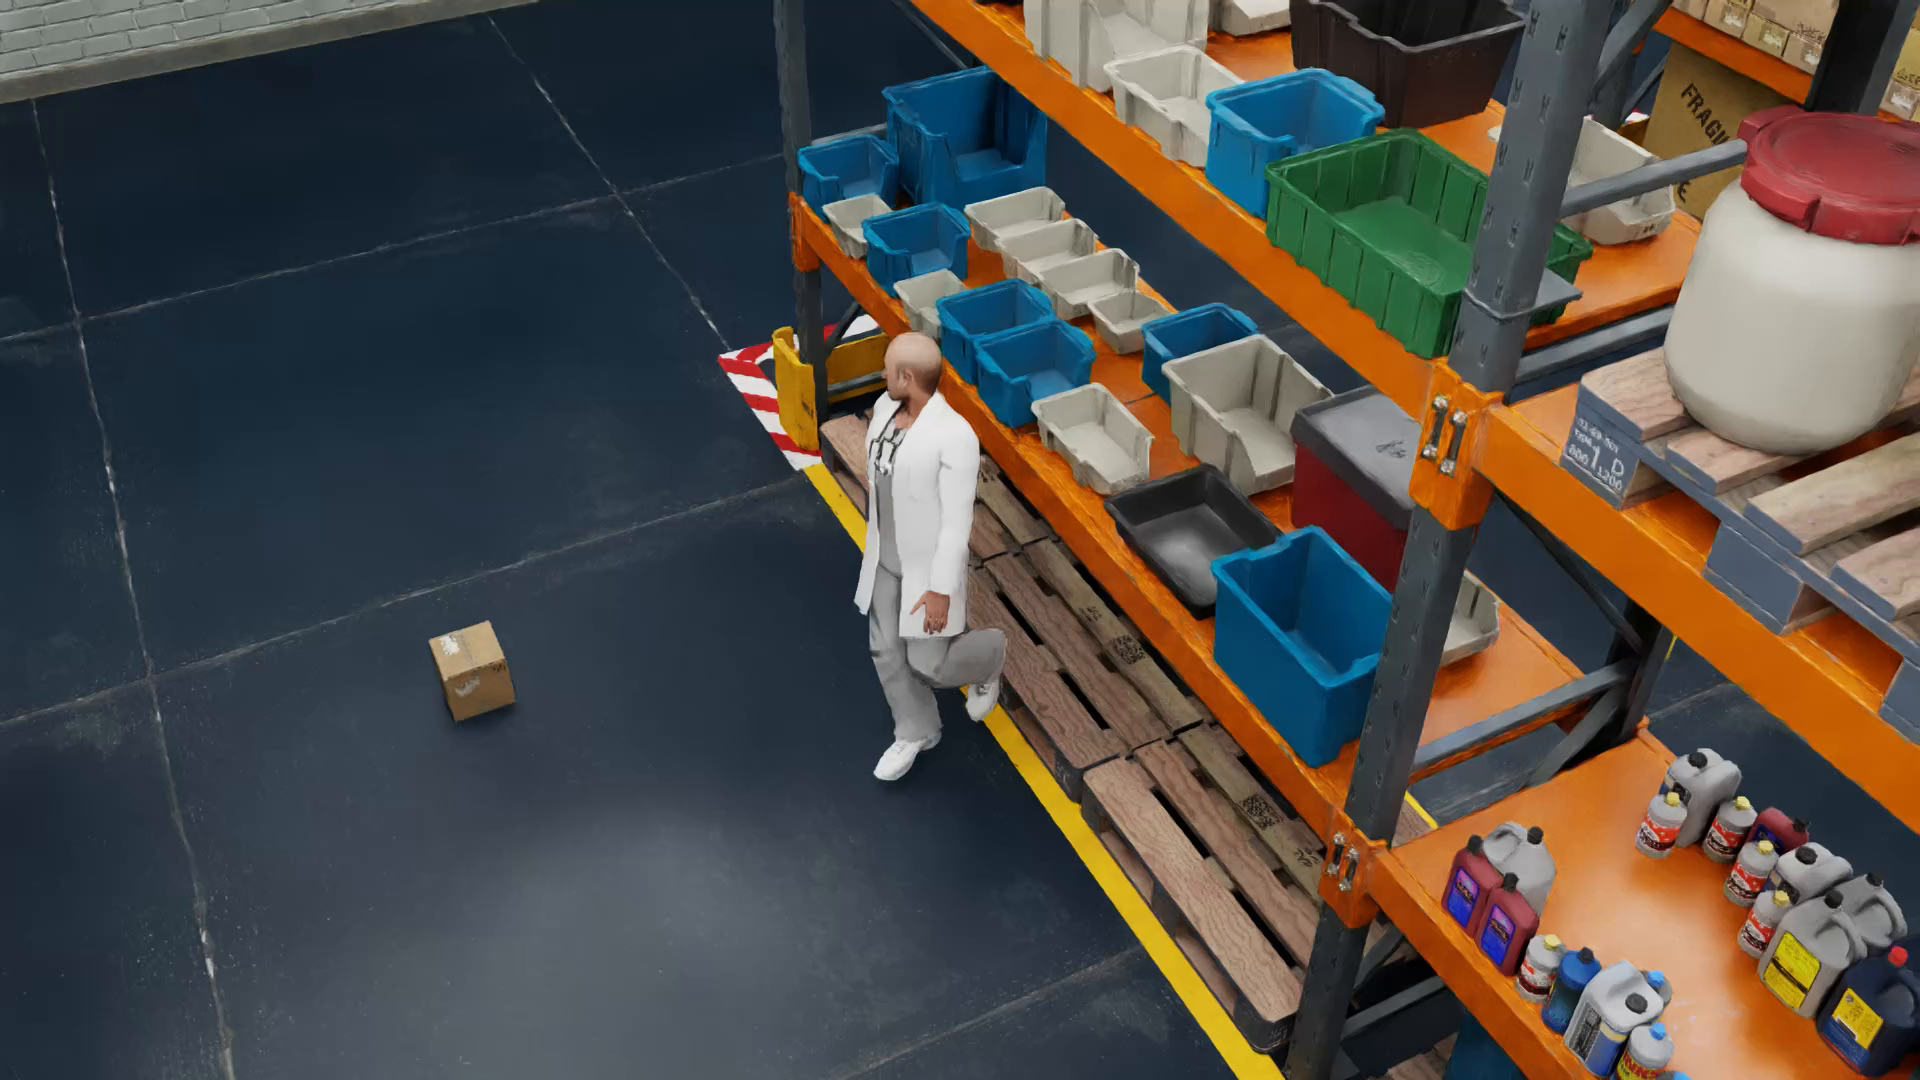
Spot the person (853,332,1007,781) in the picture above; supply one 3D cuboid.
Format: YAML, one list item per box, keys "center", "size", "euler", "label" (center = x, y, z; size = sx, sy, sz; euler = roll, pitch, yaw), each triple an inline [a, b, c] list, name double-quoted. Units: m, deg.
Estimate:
- center: [-0.173, 0.066, 6.146]
  size: [0.726, 1.707, 0.626]
  euler: [-32, 50, -32]
  label: "person"
